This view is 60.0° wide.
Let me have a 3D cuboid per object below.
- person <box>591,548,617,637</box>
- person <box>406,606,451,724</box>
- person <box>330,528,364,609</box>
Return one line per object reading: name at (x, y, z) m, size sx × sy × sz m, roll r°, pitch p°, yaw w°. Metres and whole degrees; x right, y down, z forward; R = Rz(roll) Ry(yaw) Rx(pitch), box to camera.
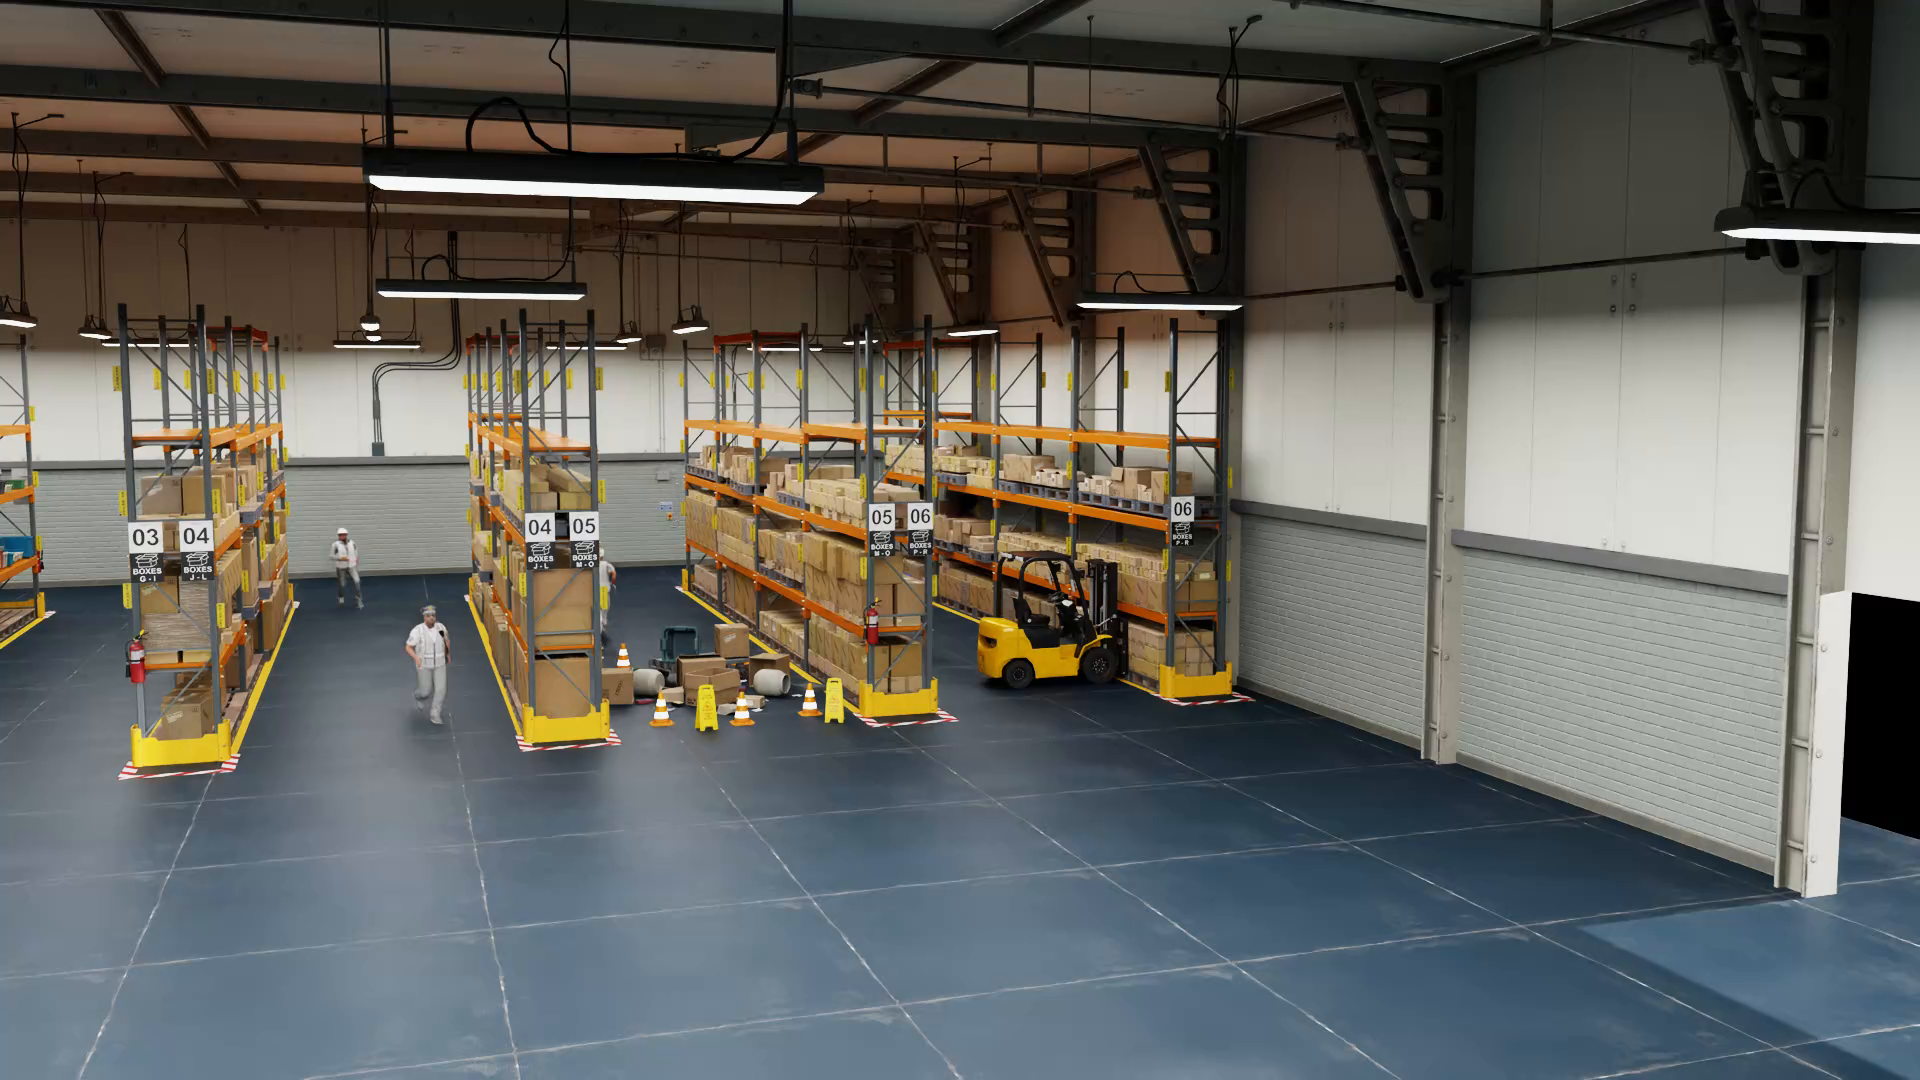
person at (-6.993, 1.043, 32.229) m, size 0.640 × 1.797 × 0.994 m, roll -2°, pitch 6°, yaw -17°
person at (-7.853, 1.824, 24.550) m, size 0.629 × 1.744 × 0.783 m, roll -4°, pitch 7°, yaw -35°
person at (-13.650, 0.624, 36.922) m, size 0.641 × 1.803 × 0.873 m, roll -3°, pitch 6°, yaw -33°
